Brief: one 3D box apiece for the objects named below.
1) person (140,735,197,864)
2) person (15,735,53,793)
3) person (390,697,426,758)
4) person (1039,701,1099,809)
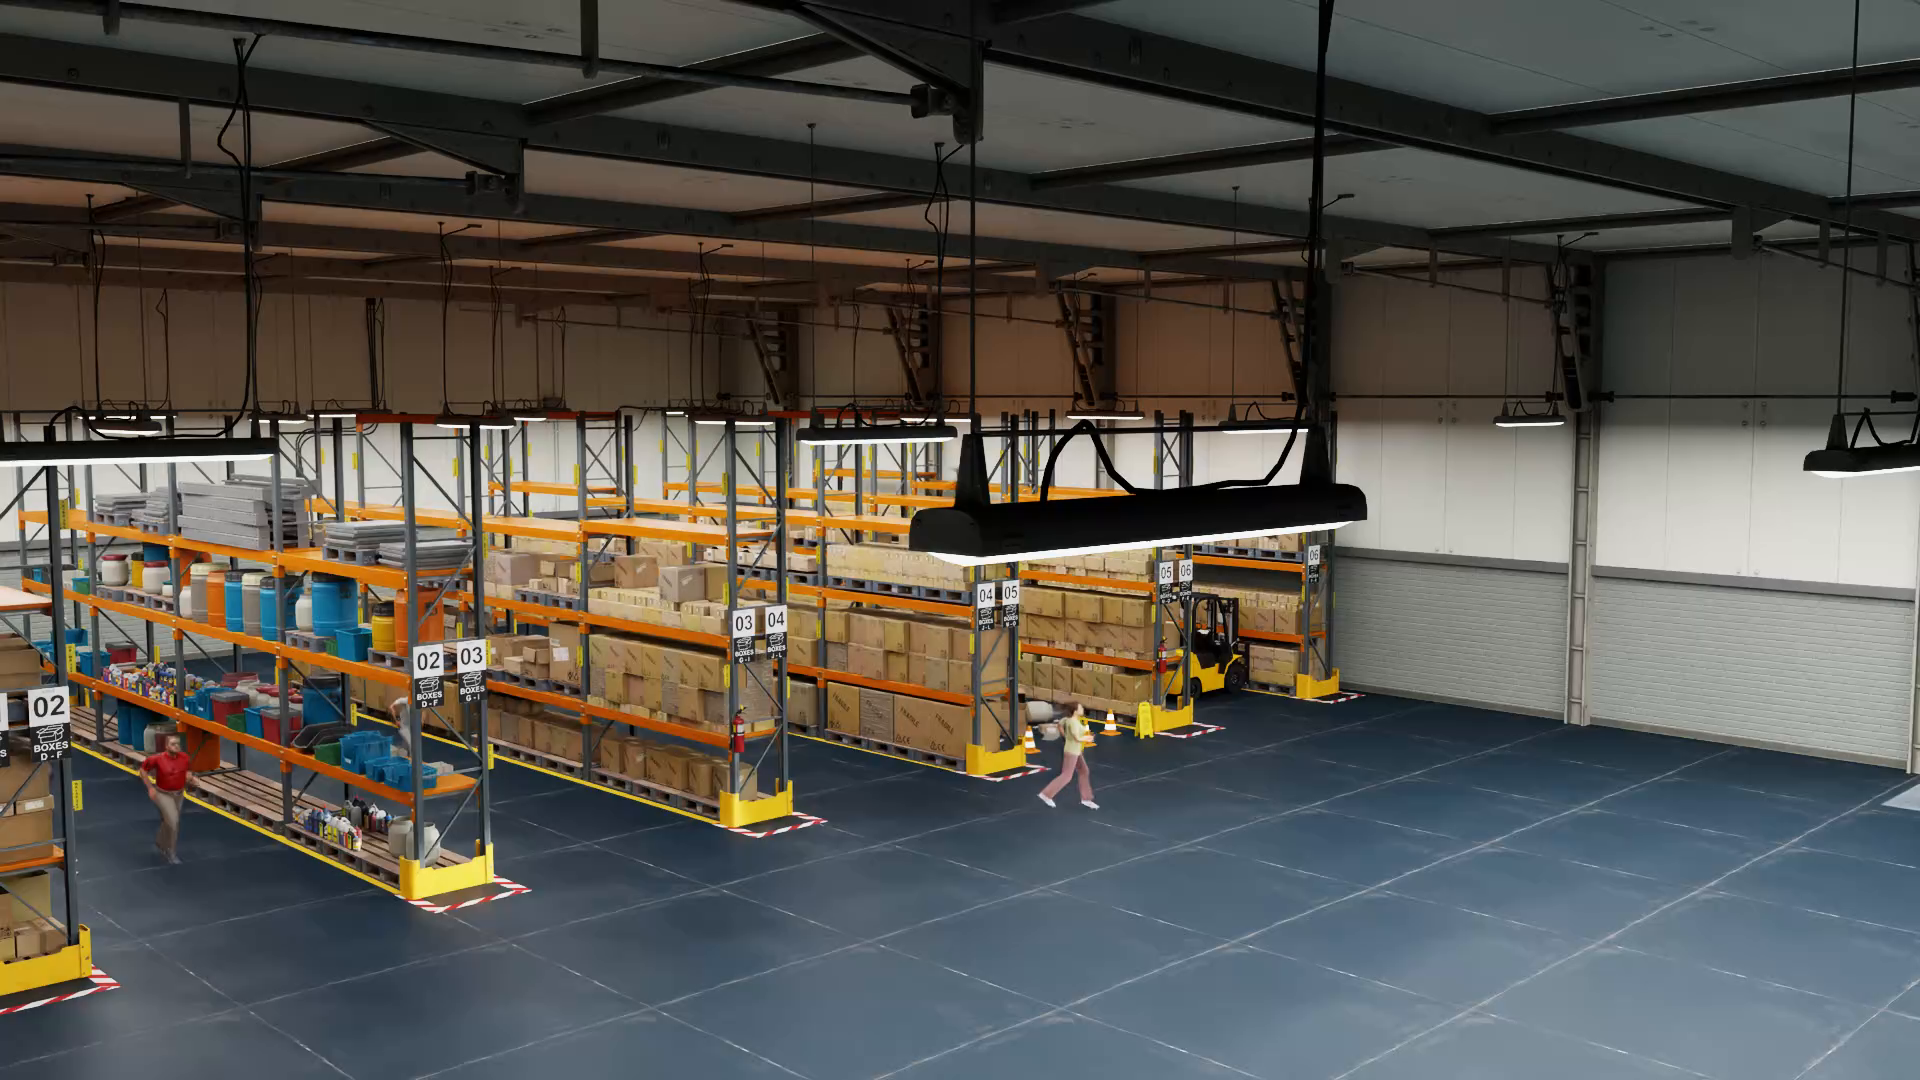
[{"bbox_3d":[-10.755,3.540,22.660,0.865,1.788,0.590,3,6,27],"label":"person"},{"bbox_3d":[-14.082,3.291,25.250,0.851,1.763,0.677,4,6,35],"label":"person"},{"bbox_3d":[-9.196,3.163,27.571,1.003,1.625,0.602,4,7,41],"label":"person"},{"bbox_3d":[1.667,3.290,25.400,0.958,1.692,0.583,0,5,-4],"label":"person"}]
